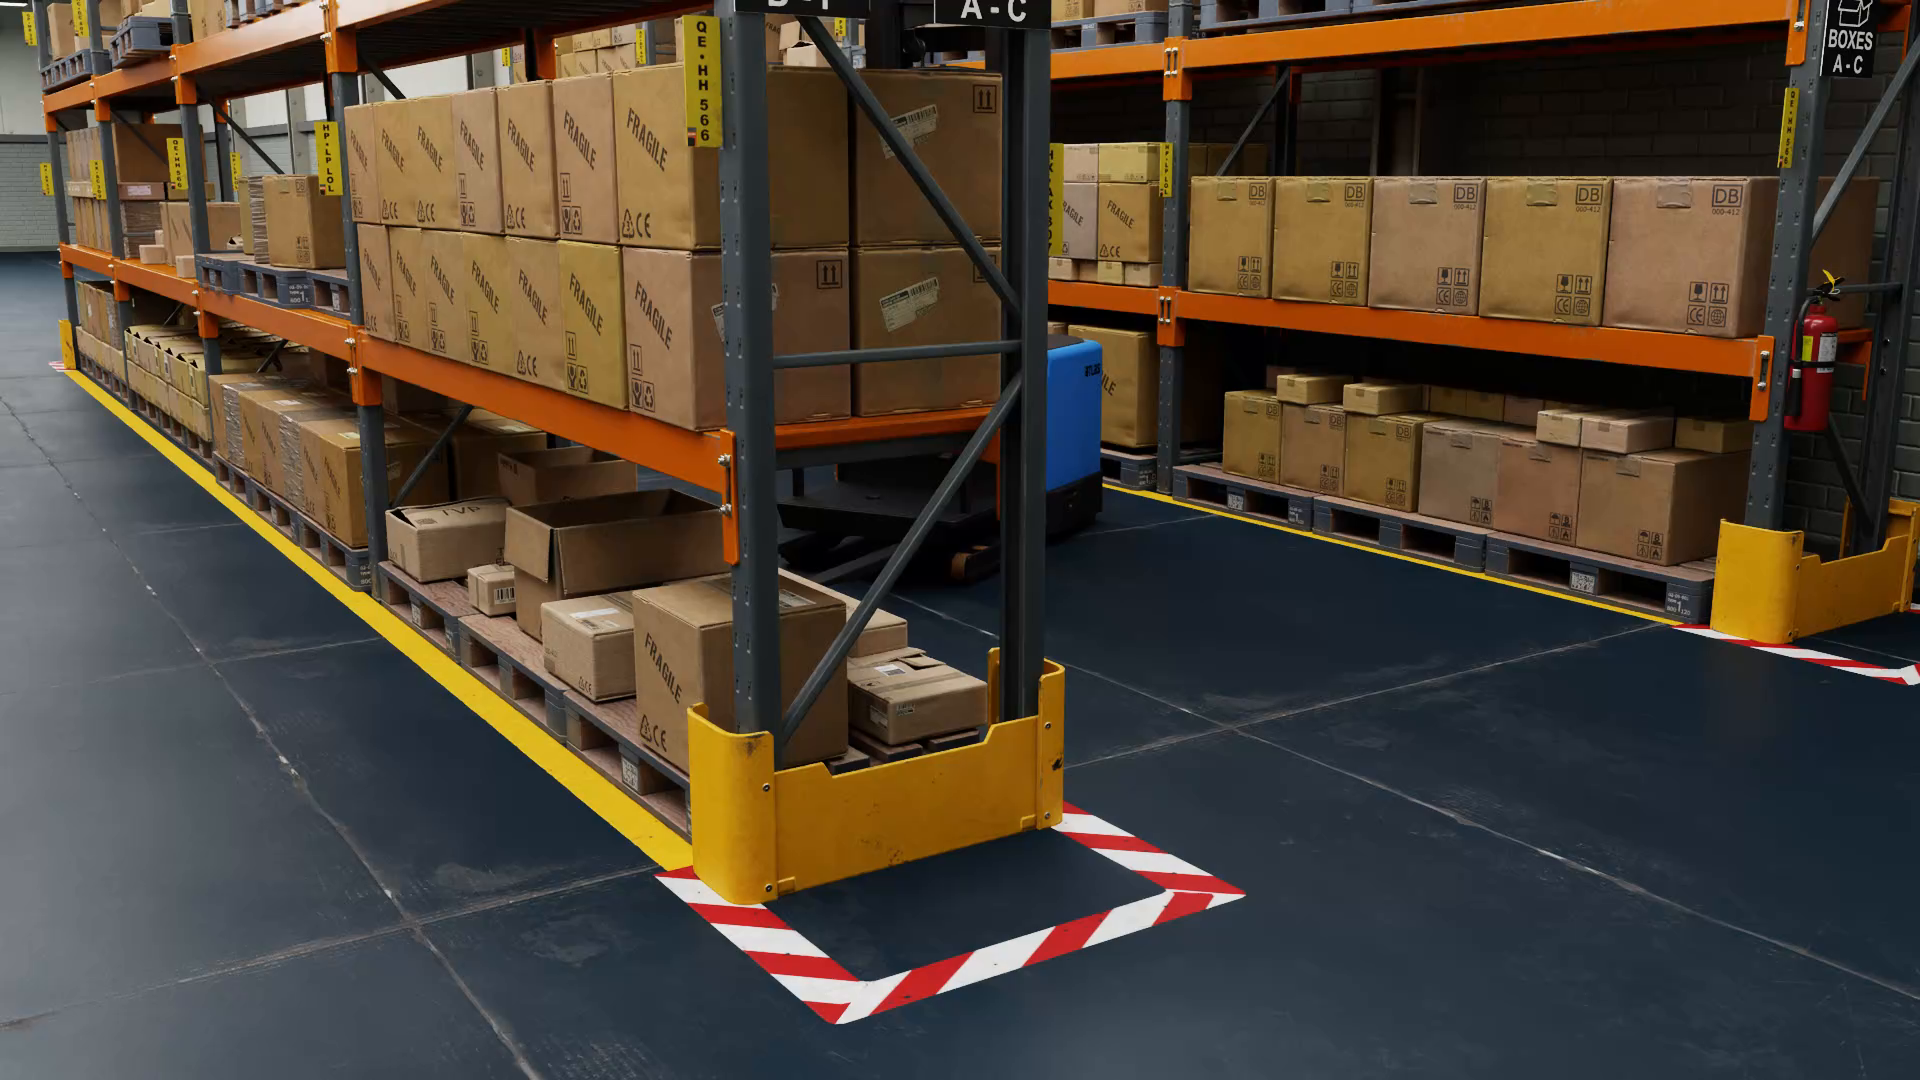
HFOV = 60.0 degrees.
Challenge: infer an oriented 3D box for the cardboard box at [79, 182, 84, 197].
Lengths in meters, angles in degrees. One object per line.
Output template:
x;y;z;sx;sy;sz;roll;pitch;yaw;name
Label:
-8.441;-3.452;16.375;0.380;0.149;0.250;-9;15;-35;cardboard box

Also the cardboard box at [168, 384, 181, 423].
-5.679;-1.050;12.596;0.500;0.250;0.500;-8;15;-31;cardboard box

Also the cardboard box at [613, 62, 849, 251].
-0.663;-1.104;4.813;0.500;0.500;0.500;-8;15;-33;cardboard box

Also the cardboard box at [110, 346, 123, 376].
-7.544;-1.663;15.396;0.500;0.250;0.500;-8;15;-33;cardboard box

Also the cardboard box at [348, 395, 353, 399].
-3.324;-0.613;9.965;0.500;0.500;0.500;-9;15;-35;cardboard box

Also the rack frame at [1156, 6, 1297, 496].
1.718;-1.818;10.655;1.000;3.000;0.127;-8;15;-33;rack frame

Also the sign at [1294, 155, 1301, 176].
2.179;-2.346;10.855;0.100;0.325;0.005;-8;15;-33;sign

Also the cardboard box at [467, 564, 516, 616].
-1.864;0.191;7.070;0.380;0.166;0.250;-8;15;-33;cardboard box

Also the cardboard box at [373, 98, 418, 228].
-2.091;-1.560;6.898;0.500;0.500;0.500;-9;15;-35;cardboard box

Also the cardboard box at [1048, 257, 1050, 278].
0.754;-1.917;11.646;0.380;0.149;0.250;-8;15;-33;cardboard box

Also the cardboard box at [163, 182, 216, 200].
-6.824;-3.090;14.720;0.380;0.149;0.250;-8;15;-33;cardboard box

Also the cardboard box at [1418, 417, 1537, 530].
2.907;-0.382;8.954;0.700;0.500;0.500;-9;15;-35;cardboard box

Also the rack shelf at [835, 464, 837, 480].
-0.715;-0.504;11.212;0.258;0.180;0.103;-2;12;-8;rack shelf

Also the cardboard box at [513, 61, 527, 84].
-4.953;-5.387;19.673;0.500;0.500;0.500;-8;14;-31;cardboard box

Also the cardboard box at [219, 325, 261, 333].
-6.080;-1.660;14.072;0.500;0.311;0.500;-8;14;-31;cardboard box

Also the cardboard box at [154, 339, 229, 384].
-5.962;-1.414;12.945;0.500;0.311;0.500;-8;14;-31;cardboard box

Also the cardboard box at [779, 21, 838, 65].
-1.139;-4.297;14.679;0.797;0.503;0.637;-6;14;-25;cardboard box

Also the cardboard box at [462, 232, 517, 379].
-1.504;-0.887;6.162;0.500;0.500;0.500;-8;15;-34;cardboard box

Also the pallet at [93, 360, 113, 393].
-7.922;-1.655;16.437;1.003;0.211;1.213;-8;15;-33;pallet

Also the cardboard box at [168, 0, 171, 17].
-5.224;-3.705;11.629;0.500;0.250;0.500;-8;14;-31;cardboard box

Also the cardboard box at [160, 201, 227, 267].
-6.132;-2.471;13.404;0.500;0.500;0.500;-7;14;-29;cardboard box

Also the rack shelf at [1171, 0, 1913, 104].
2.826;-2.576;8.785;1.077;0.370;4.000;-8;15;-33;rack shelf

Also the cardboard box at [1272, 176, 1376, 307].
2.405;-1.736;9.576;0.980;0.700;0.700;-9;15;-34;cardboard box

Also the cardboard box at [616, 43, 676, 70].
-3.201;-4.826;17.106;0.500;0.500;0.500;-8;14;-31;cardboard box

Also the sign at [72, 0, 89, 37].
-7.297;-4.345;13.791;0.100;0.325;0.005;-8;15;-33;sign

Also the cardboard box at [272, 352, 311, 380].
-4.666;-1.206;11.997;0.500;0.311;0.500;-8;14;-31;cardboard box

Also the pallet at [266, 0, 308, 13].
-2.707;-2.729;8.238;1.213;0.211;1.003;-8;15;-33;pallet

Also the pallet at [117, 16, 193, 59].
-5.070;-3.426;11.427;1.213;0.211;1.003;-7;14;-30;pallet

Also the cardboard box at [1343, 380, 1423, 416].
2.374;-0.799;9.342;0.380;0.149;0.250;-9;15;-34;cardboard box

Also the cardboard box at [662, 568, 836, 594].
-0.807;0.300;6.373;0.500;0.250;0.500;-8;15;-33;cardboard box

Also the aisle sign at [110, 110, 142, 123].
-8.844;-4.682;17.664;0.394;0.787;0.004;-8;15;-33;aisle sign

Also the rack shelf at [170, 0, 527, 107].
-3.512;-2.701;9.353;1.077;0.370;4.000;-8;15;-33;rack shelf

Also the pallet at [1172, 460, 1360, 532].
2.074;-0.311;10.292;1.003;0.211;1.213;-8;15;-33;pallet

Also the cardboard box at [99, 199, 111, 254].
-7.660;-2.964;15.659;0.700;0.500;0.500;-8;15;-32;cardboard box

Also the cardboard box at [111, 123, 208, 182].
-7.087;-3.415;14.685;0.700;0.500;0.500;-8;15;-32;cardboard box

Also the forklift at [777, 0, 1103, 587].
-0.289;-1.314;8.509;1.130;2.935;3.031;6;14;27;forklift

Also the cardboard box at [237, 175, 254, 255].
-4.177;-2.098;10.717;0.500;0.500;0.700;9;15;36;cardboard box

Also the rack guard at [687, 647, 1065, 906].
-0.230;0.688;5.046;1.175;0.500;0.348;-8;15;-33;rack guard

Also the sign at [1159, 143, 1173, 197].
1.272;-2.279;10.238;0.100;0.325;0.005;-8;15;-33;sign

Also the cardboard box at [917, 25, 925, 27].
-0.187;-4.181;13.174;0.700;0.500;0.500;-10;16;-37;cardboard box

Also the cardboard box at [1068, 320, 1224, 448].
1.250;-1.073;11.298;0.750;0.750;0.750;-8;15;-32;cardboard box

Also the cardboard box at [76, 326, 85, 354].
-8.940;-2.106;17.422;0.500;0.250;0.500;-8;15;-33;cardboard box

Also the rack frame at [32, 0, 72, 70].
-9.052;-6.296;17.089;1.000;3.000;0.127;-8;15;-33;rack frame

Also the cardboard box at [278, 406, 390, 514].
-3.460;-0.457;9.251;0.500;0.500;0.500;-8;15;-32;cardboard box

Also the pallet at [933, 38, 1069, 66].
0.525;-3.596;12.205;1.003;0.211;1.213;-7;14;-30;pallet

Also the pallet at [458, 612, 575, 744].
-1.344;0.471;6.716;1.003;0.211;1.213;-8;15;-33;pallet

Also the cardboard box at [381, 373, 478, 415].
-3.023;-0.884;9.449;0.500;0.250;0.500;-8;15;-33;cardboard box

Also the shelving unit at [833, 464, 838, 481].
-0.669;-0.437;10.907;0.258;0.189;1.200;-2;12;-8;shelving unit

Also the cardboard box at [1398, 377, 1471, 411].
2.711;-0.838;9.522;0.380;0.149;0.250;-8;15;-32;cardboard box

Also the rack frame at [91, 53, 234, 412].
-6.836;-2.654;14.476;1.000;3.000;0.127;-8;15;-33;rack frame

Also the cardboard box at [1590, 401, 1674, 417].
3.418;-0.612;8.488;0.380;0.149;0.250;-8;15;-33;cardboard box

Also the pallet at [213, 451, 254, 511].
-4.238;-0.443;10.894;1.003;0.211;1.213;-8;15;-33;pallet

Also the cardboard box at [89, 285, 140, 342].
-8.112;-2.205;16.120;0.500;0.500;0.500;-8;15;-33;cardboard box

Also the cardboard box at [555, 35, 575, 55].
-4.390;-5.683;18.683;0.500;0.500;0.500;-8;14;-31;cardboard box

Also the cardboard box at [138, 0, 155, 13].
-6.192;-4.405;13.074;0.500;0.500;0.500;-6;14;-27;cardboard box

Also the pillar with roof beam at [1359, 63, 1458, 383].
-0.758;-4.217;7.583;9.100;9.000;0.400;-8;15;-33;pillar with roof beam

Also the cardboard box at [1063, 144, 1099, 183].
0.971;-2.533;11.192;0.500;0.250;0.500;-8;15;-32;cardboard box

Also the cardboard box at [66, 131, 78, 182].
-8.775;-3.954;17.151;0.700;0.500;0.500;-8;15;-33;cardboard box
